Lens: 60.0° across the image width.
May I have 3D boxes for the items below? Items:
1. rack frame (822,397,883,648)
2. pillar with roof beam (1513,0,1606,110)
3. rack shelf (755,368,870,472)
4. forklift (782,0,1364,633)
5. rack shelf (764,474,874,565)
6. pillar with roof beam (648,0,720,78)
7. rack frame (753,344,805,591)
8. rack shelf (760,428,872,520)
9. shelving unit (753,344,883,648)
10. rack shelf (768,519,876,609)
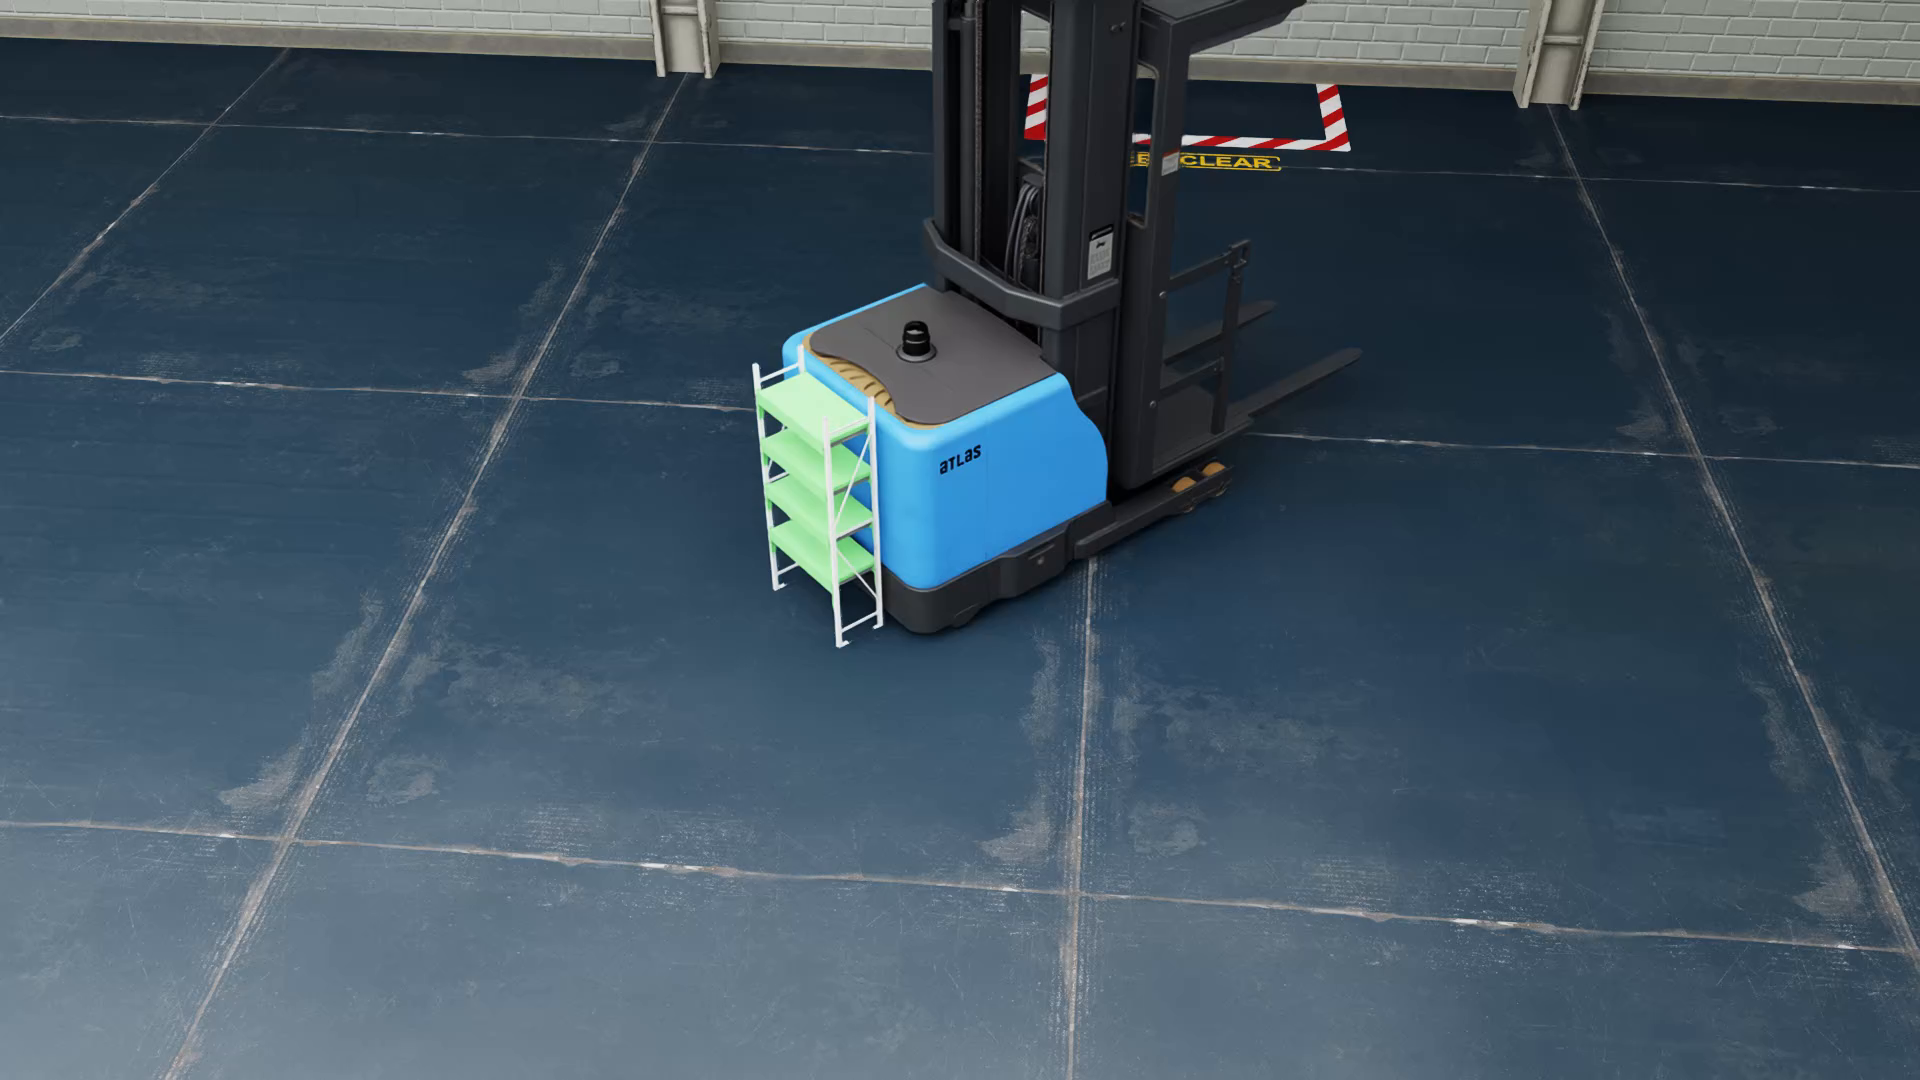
[{"bbox_3d":[-0.435,-0.048,6.858,0.240,1.200,0.015,-27,46,-29],"label":"rack frame"},{"bbox_3d":[3.671,-3.830,5.326,0.400,9.000,9.100,3,39,4],"label":"pillar with roof beam"},{"bbox_3d":[-0.588,-0.490,6.743,0.258,0.148,0.480,-27,46,-29],"label":"rack shelf"},{"bbox_3d":[0.693,-1.505,7.277,3.031,2.935,1.130,-27,46,-29],"label":"forklift"},{"bbox_3d":[-0.588,-0.118,7.046,0.258,0.148,0.480,-27,46,-29],"label":"rack shelf"},{"bbox_3d":[-2.307,-4.156,5.728,0.400,9.000,9.100,3,39,4],"label":"pillar with roof beam"},{"bbox_3d":[-0.741,-0.288,7.153,0.240,1.200,0.015,-27,46,-29],"label":"rack frame"},{"bbox_3d":[-0.588,-0.304,6.894,0.258,0.148,0.480,-27,46,-29],"label":"rack shelf"},{"bbox_3d":[-0.588,-0.168,7.006,0.258,1.200,0.503,-27,46,-29],"label":"shelving unit"},{"bbox_3d":[-0.588,0.068,7.197,0.258,0.148,0.480,-27,46,-29],"label":"rack shelf"}]
